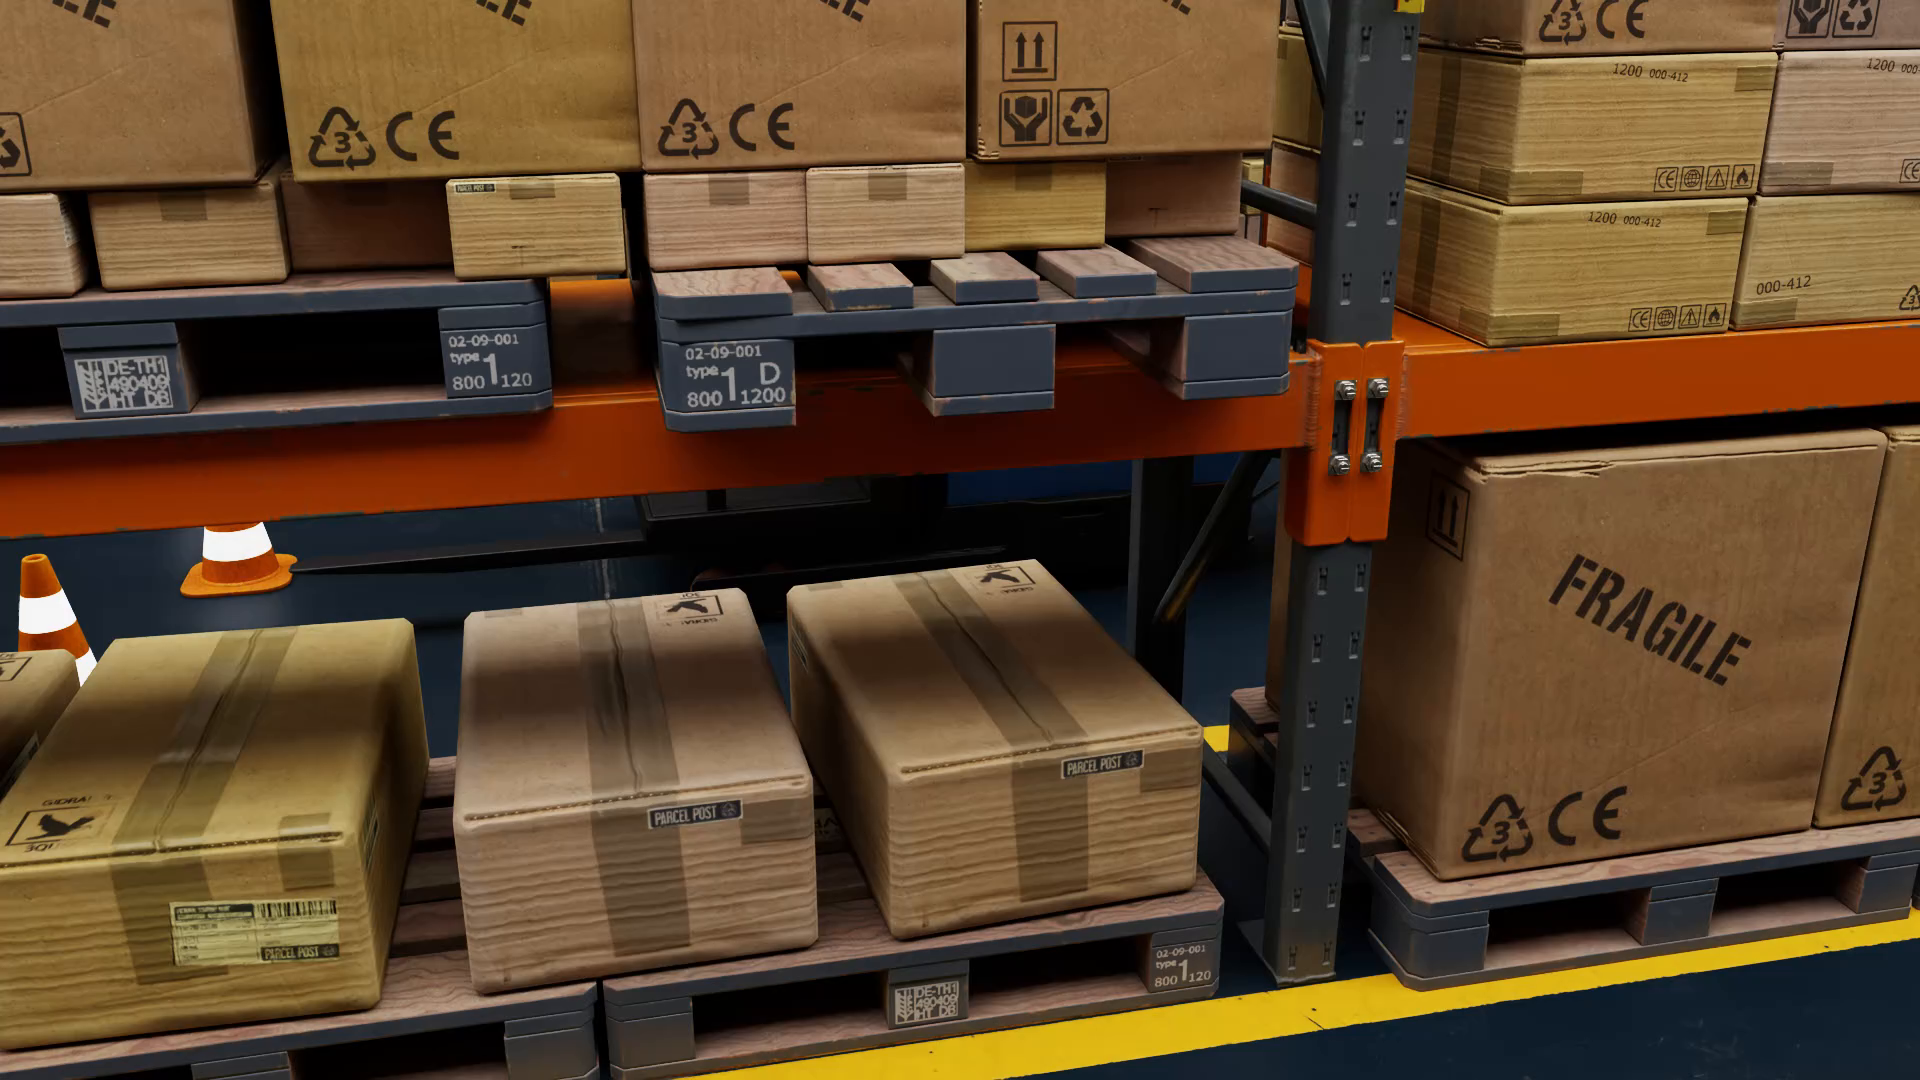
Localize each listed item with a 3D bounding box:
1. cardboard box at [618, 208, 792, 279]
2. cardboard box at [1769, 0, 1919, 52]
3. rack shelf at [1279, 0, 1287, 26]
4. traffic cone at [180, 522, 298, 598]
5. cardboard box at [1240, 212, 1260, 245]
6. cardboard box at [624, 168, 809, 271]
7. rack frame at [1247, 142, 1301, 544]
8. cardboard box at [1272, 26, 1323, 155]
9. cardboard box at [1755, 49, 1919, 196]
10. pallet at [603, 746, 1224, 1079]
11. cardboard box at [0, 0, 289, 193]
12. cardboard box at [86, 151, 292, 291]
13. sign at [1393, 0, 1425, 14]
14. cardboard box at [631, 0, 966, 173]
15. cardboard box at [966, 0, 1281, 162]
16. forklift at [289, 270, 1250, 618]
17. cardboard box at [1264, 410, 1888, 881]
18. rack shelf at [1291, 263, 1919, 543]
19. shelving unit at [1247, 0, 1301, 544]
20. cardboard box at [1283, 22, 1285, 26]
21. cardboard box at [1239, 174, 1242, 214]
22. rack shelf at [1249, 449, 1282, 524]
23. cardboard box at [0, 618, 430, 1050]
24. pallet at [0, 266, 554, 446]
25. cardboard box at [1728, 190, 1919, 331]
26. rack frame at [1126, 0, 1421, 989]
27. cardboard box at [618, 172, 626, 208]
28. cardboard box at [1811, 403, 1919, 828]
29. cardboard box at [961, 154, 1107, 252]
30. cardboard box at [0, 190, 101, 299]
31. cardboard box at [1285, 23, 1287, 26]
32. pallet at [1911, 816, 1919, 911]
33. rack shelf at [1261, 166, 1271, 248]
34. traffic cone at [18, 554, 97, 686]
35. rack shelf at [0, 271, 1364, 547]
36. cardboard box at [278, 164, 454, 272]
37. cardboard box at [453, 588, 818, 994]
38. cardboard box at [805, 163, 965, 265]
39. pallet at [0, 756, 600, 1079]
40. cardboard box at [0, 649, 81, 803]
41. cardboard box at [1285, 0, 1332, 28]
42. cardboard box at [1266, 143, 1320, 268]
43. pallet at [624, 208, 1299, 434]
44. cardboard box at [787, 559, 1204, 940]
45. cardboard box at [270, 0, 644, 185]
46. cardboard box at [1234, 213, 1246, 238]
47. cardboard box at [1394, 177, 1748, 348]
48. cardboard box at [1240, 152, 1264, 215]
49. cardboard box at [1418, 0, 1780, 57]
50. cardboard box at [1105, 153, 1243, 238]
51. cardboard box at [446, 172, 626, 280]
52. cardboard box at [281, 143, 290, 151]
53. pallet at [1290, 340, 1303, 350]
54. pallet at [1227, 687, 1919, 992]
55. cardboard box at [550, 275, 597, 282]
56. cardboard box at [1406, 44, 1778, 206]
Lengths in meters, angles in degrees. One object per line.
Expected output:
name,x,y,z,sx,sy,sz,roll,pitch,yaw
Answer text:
cardboard box,-1.264,-1.449,8.069,0.750,0.750,1.050,-5,21,-13
cardboard box,1.603,-1.193,3.112,0.500,0.500,0.500,-5,21,-12
rack shelf,1.289,-1.622,5.195,0.480,0.518,0.431,13,24,31
traffic cone,-2.370,-0.094,5.398,0.334,0.463,0.336,-5,21,-12
cardboard box,1.580,-1.444,8.418,0.500,0.500,0.500,-5,21,-14
cardboard box,-0.405,-0.554,2.721,0.250,0.149,0.380,-6,21,-15
rack frame,1.084,-1.023,5.555,0.015,2.100,0.400,13,24,31
cardboard box,0.999,-0.965,3.579,0.500,0.250,0.500,-5,21,-13
cardboard box,1.639,-0.839,3.236,0.500,0.250,0.500,-4,21,-11
pallet,-0.175,0.694,3.614,1.213,0.211,1.003,-5,21,-12
cardboard box,-1.315,-0.804,2.460,0.500,0.500,0.500,-6,21,-15
cardboard box,-1.168,-0.502,2.580,0.250,0.149,0.380,-5,21,-14
sign,0.720,-1.003,2.623,0.005,0.325,0.100,-5,21,-12
cardboard box,-0.293,-0.887,2.687,0.500,0.500,0.500,-5,21,-13
cardboard box,0.208,-0.932,2.809,0.500,0.500,0.500,-5,21,-14
forklift,-0.608,-1.320,5.157,3.031,2.935,1.130,-5,21,-14
cardboard box,1.278,0.097,3.669,0.875,0.875,0.875,-5,21,-13
rack shelf,2.533,-0.498,3.858,4.000,0.370,1.077,-5,21,-12
shelving unit,1.289,-0.978,5.431,0.503,2.100,0.431,13,24,31
cardboard box,1.374,-2.499,8.030,0.250,0.149,0.380,-5,21,-14
cardboard box,1.054,-1.750,8.165,0.500,0.250,0.500,-4,21,-12
rack shelf,1.289,-0.307,5.676,0.480,0.518,0.431,13,24,31
cardboard box,-1.421,0.520,3.243,0.625,0.372,0.950,-4,20,-11
pallet,-1.331,-0.417,2.870,1.213,0.211,1.003,-5,21,-12
cardboard box,1.616,-0.608,3.331,0.500,0.250,0.500,-5,21,-14
rack frame,0.586,-0.677,3.302,0.127,3.000,1.000,-5,21,-12
cardboard box,-0.605,-0.761,3.285,0.250,0.149,0.380,-5,21,-12
cardboard box,2.147,0.027,3.857,0.875,0.875,0.875,-4,21,-12
cardboard box,0.077,-0.606,2.863,0.250,0.149,0.380,-4,21,-12
cardboard box,-1.421,-0.472,2.496,0.250,0.149,0.380,-4,20,-10
cardboard box,1.634,-2.520,8.088,0.250,0.149,0.380,-4,20,-10
pallet,2.556,0.500,4.143,1.213,0.211,1.003,-5,21,-12
rack shelf,1.289,-0.965,5.435,0.480,0.518,0.431,13,24,31
traffic cone,-2.422,0.264,4.421,0.334,0.463,0.336,-5,21,-12
rack shelf,-1.360,-0.181,2.994,4.000,0.370,1.077,-5,21,-12
cardboard box,-0.943,-0.550,2.709,0.250,0.149,0.380,-4,21,-12
cardboard box,-0.682,0.462,3.402,0.625,0.372,0.950,-5,21,-14
cardboard box,-0.158,-0.571,2.768,0.250,0.149,0.380,-5,21,-13
pallet,-1.359,0.789,3.354,1.213,0.211,1.003,-5,21,-12
cardboard box,-2.098,0.576,3.092,0.625,0.372,0.950,-3,20,-9
cardboard box,1.029,-1.322,3.464,0.500,0.500,0.500,-5,21,-14
cardboard box,1.019,-0.734,3.674,0.500,0.250,0.500,-5,21,-14
pallet,-0.083,-0.495,3.084,1.003,0.211,1.213,-5,21,-12
cardboard box,0.034,0.401,3.569,0.625,0.372,0.950,-6,21,-16
cardboard box,-0.784,-0.847,2.577,0.500,0.500,0.500,-6,21,-16
cardboard box,1.083,-1.403,8.308,0.500,0.500,0.500,-5,21,-14
cardboard box,1.120,-0.561,3.204,0.500,0.250,0.500,-5,21,-13
cardboard box,1.560,-1.792,8.278,0.500,0.250,0.500,-6,21,-15
cardboard box,1.122,-1.151,2.996,0.500,0.500,0.500,-5,21,-14
cardboard box,0.321,-0.652,2.987,0.250,0.149,0.380,-4,20,-10
cardboard box,-0.669,-0.527,2.648,0.250,0.149,0.380,-4,21,-12
cardboard box,-1.088,-0.680,3.065,0.250,0.149,0.380,-4,20,-10
pallet,1.295,-1.173,8.711,1.213,0.211,1.003,-5,21,-12
pallet,1.371,0.595,3.883,1.213,0.211,1.003,-5,21,-12
cardboard box,-2.114,-1.378,7.877,0.750,0.750,1.050,-4,21,-12
cardboard box,1.136,-0.799,3.126,0.500,0.250,0.500,-5,21,-13
